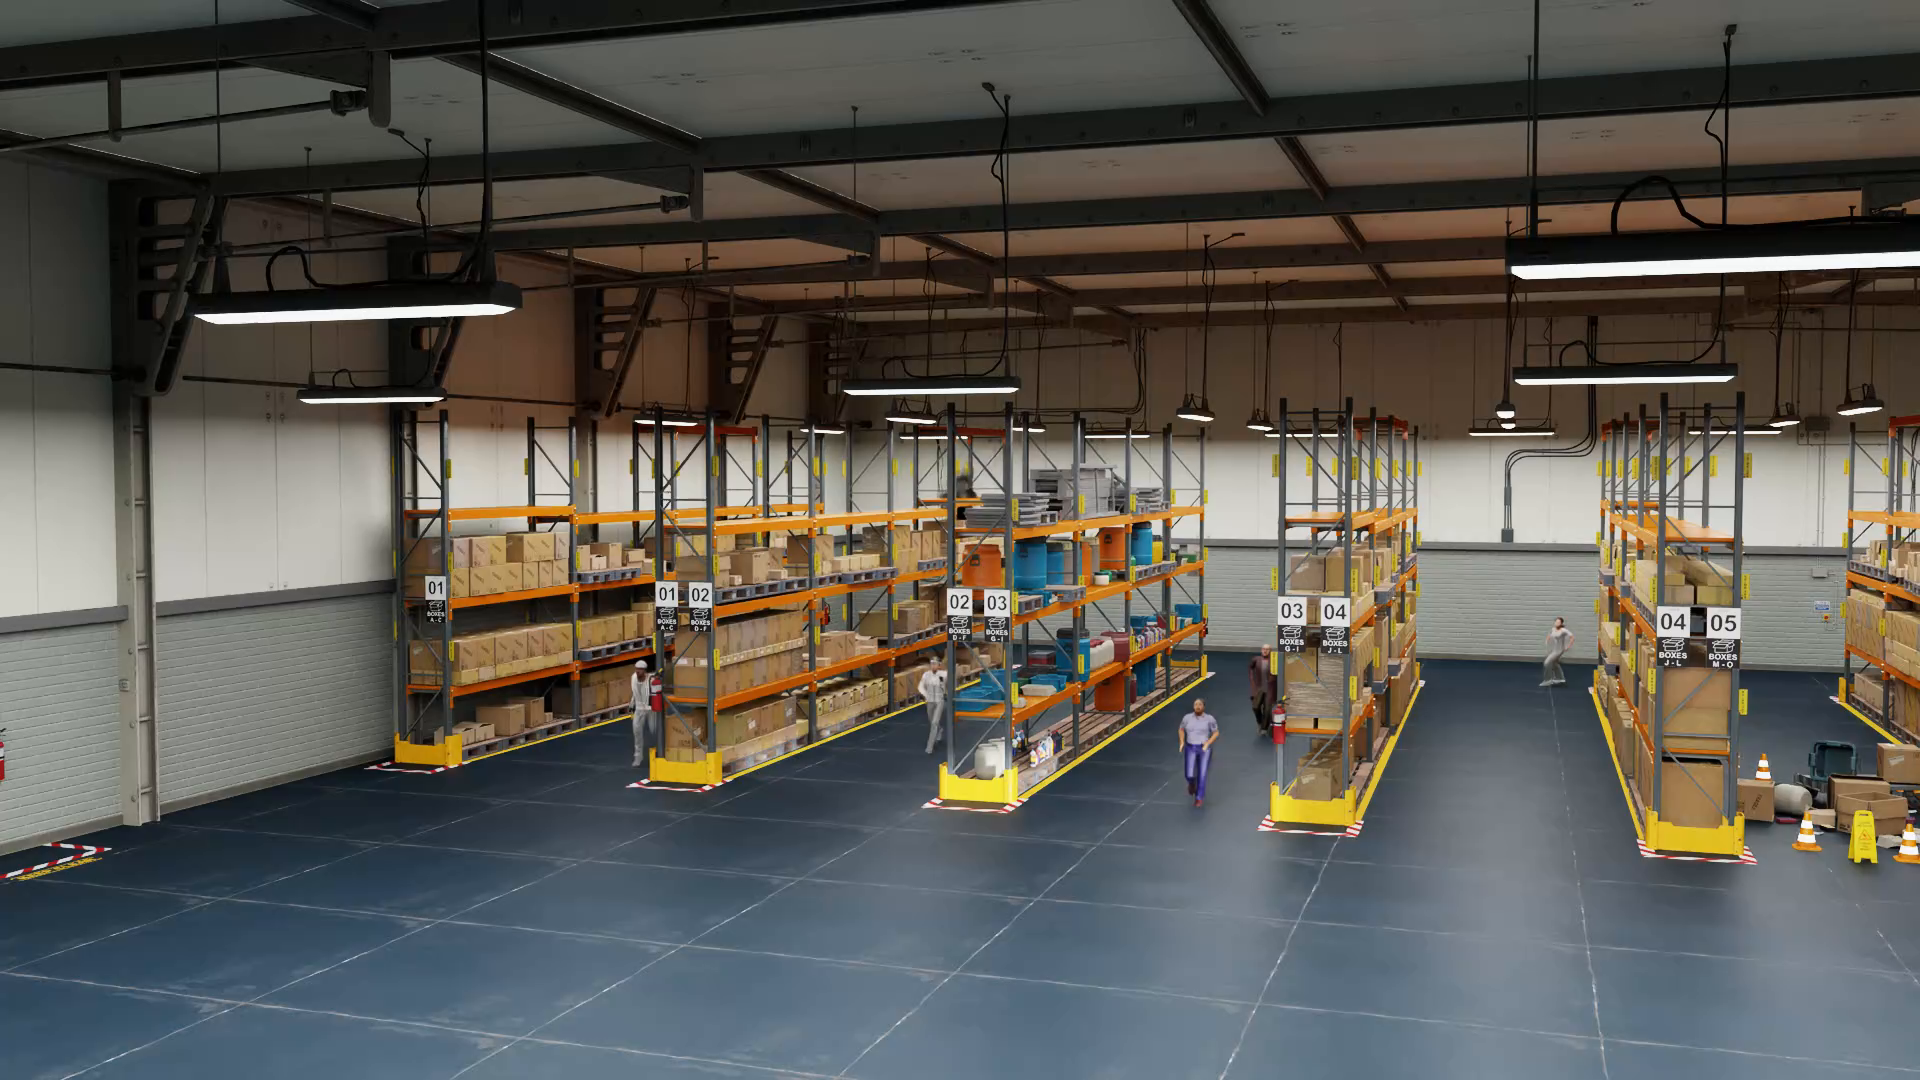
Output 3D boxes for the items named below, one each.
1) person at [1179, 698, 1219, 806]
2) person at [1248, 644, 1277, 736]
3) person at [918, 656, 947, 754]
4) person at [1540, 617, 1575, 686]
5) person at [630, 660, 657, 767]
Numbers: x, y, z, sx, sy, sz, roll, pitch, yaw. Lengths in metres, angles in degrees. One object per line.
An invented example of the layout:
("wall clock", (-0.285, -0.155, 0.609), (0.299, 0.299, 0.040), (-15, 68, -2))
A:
("person", (3.547, 3.155, 24.776), (0.612, 1.615, 0.543), (1, 3, 14))
("person", (5.678, 2.798, 30.949), (0.706, 1.736, 0.702), (1, 3, 19))
("person", (-0.432, 2.896, 29.617), (0.637, 1.689, 0.920), (1, 3, 12))
("person", (13.738, 2.573, 38.214), (0.744, 1.638, 0.719), (-1, 3, -20))
("person", (-5.327, 2.911, 28.396), (0.683, 1.772, 1.132), (1, 3, 13))
